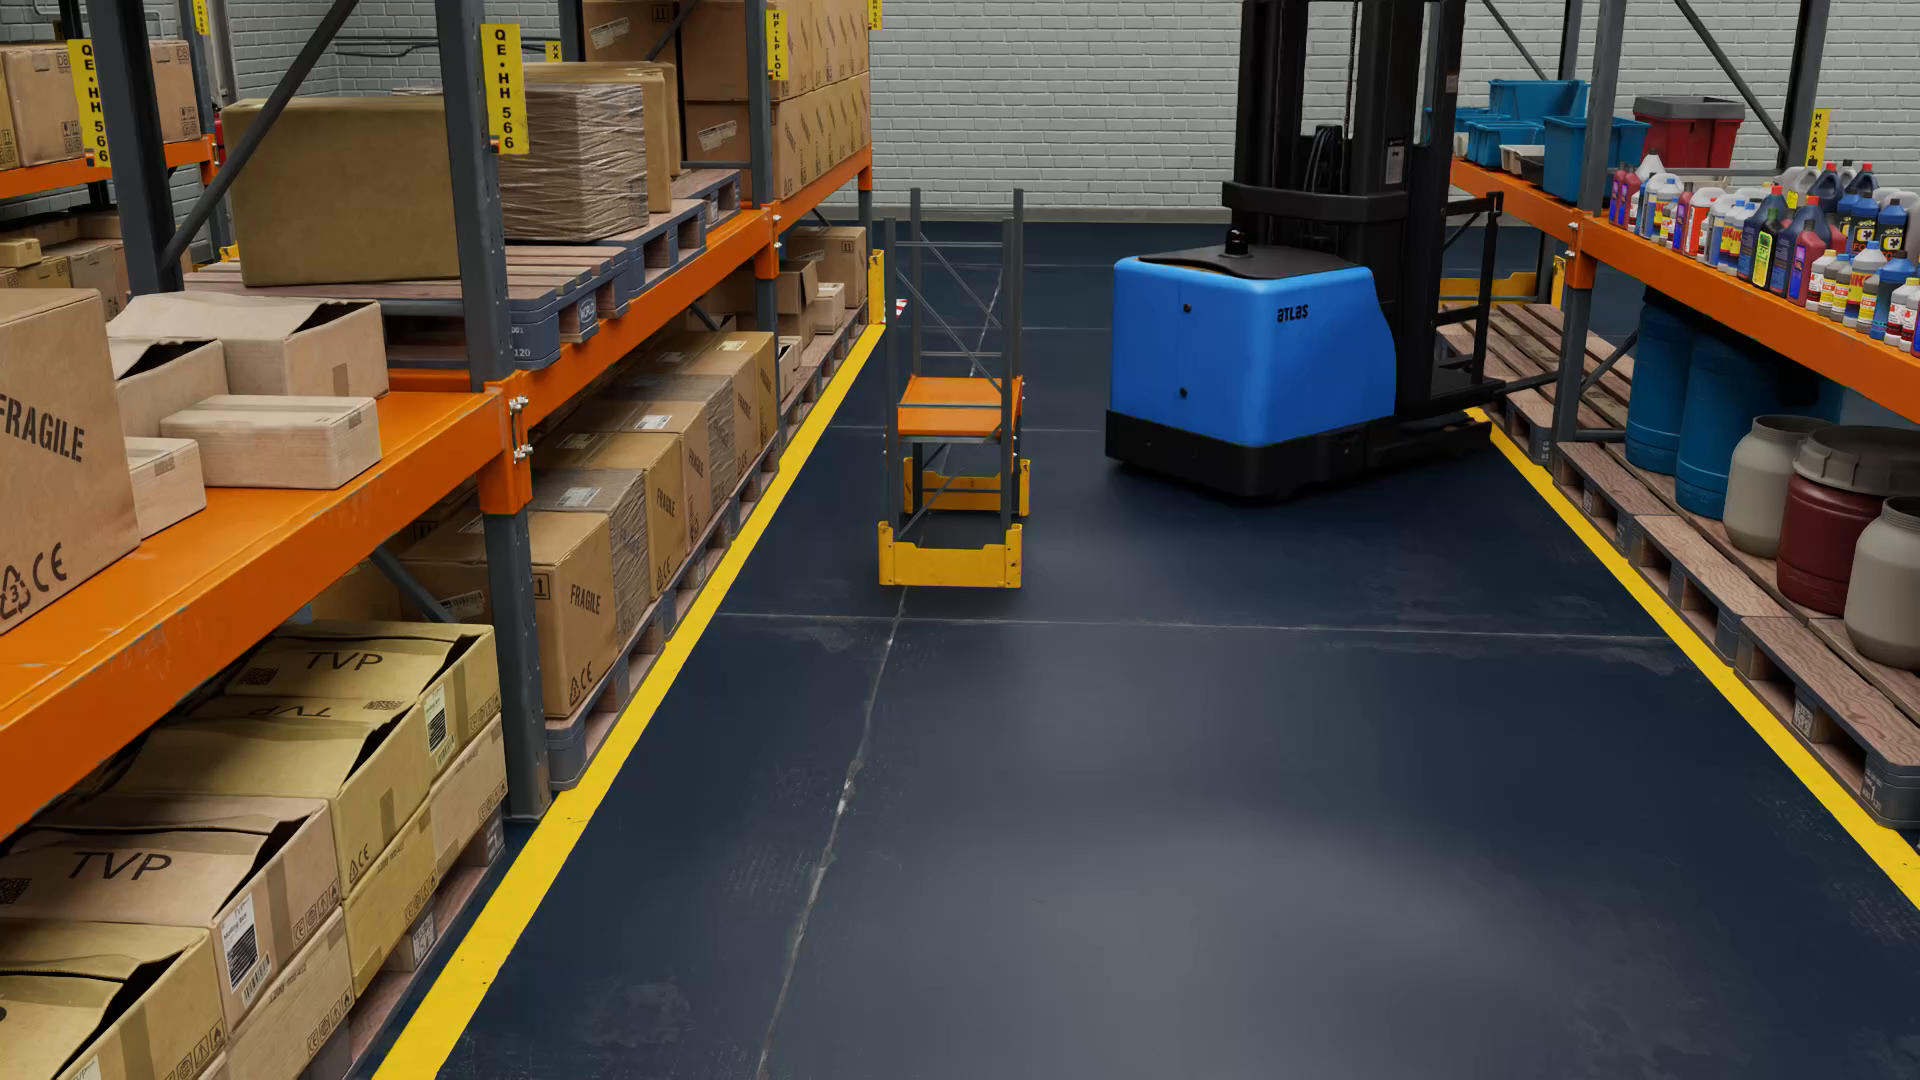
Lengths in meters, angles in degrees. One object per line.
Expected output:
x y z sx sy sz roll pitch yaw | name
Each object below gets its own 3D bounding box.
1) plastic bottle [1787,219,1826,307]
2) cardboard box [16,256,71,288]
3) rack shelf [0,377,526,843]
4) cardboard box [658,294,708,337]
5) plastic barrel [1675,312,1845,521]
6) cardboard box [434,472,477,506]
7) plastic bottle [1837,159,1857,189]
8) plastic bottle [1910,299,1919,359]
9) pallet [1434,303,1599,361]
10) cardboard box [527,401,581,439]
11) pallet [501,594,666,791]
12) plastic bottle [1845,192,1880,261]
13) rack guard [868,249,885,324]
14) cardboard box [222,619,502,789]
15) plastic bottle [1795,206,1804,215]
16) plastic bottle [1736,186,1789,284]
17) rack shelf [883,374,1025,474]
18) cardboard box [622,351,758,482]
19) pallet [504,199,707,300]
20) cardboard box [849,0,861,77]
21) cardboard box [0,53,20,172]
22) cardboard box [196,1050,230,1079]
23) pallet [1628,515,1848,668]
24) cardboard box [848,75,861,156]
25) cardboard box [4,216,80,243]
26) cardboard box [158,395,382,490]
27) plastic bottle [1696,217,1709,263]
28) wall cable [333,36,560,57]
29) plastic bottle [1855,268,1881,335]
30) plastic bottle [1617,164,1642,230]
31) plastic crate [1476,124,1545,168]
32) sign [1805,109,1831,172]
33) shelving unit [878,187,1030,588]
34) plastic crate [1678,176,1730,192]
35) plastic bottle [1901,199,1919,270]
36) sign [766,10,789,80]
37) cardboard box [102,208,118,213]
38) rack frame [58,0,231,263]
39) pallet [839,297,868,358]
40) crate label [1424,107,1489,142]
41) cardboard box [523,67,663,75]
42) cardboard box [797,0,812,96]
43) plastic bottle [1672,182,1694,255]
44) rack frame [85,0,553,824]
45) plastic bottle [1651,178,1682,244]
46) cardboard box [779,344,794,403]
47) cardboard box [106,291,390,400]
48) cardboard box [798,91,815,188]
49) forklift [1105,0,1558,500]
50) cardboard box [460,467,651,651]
2.897 -0.947 5.682 0.061 0.283 0.133 1 18 4 | plastic bottle
-6.149 -1.532 10.622 0.700 0.500 0.500 2 18 5 | cardboard box
-1.872 0.339 2.725 1.077 0.370 4.000 1 18 4 | rack shelf
-1.684 -1.070 9.181 0.500 0.500 0.500 1 18 4 | cardboard box
3.392 -0.568 7.035 0.600 0.901 0.708 1 18 4 | plastic barrel
-1.896 -0.315 5.669 0.500 0.250 0.500 2 18 6 | cardboard box
3.759 -1.438 7.074 0.144 0.351 0.185 1 18 4 | plastic bottle
2.832 -0.663 4.818 0.061 0.283 0.133 1 18 4 | plastic bottle
3.688 -1.416 11.406 1.003 0.211 1.213 1 18 4 | pallet
-1.826 -0.264 6.721 0.500 0.500 0.500 1 18 2 | cardboard box
-1.637 0.470 5.648 1.003 0.211 1.213 1 18 4 | pallet
3.595 -1.249 6.623 0.097 0.271 0.097 0 18 0 | plastic bottle
-1.160 -1.897 12.409 1.175 0.500 0.348 1 18 4 | rack guard
-1.520 0.385 4.271 0.500 0.311 0.500 2 18 5 | cardboard box
3.097 -1.099 6.167 0.097 0.271 0.097 0 18 0 | plastic bottle
2.973 -1.126 6.121 0.144 0.351 0.185 1 18 4 | plastic bottle
-0.006 -0.515 7.165 0.538 0.185 1.000 1 18 4 | rack shelf
-1.235 -0.574 7.666 0.500 0.500 0.500 1 18 4 | cardboard box
-1.593 -1.137 6.383 1.003 0.211 1.213 1 18 4 | pallet
-0.948 -3.330 11.001 0.500 0.500 0.500 2 18 5 | cardboard box
-6.270 -2.513 9.792 0.980 0.700 0.700 1 18 3 | cardboard box
-1.629 1.128 2.904 0.500 0.250 0.500 2 18 5 | cardboard box
3.317 0.189 6.506 1.003 0.211 1.213 1 18 4 | pallet
-0.949 -2.849 11.141 0.500 0.500 0.500 1 18 4 | cardboard box
-6.291 -2.126 11.393 0.380 0.149 0.250 1 18 4 | cardboard box
-1.517 -0.219 3.677 0.380 0.149 0.250 1 18 4 | cardboard box
2.984 -1.202 6.592 0.097 0.201 0.097 0 18 0 | plastic bottle
-5.334 -6.342 17.312 3.097 2.526 0.112 1 18 4 | wall cable
2.880 -0.751 5.215 0.097 0.201 0.097 0 18 0 | plastic bottle
3.037 -1.553 7.533 0.061 0.283 0.133 1 18 4 | plastic bottle
3.324 -2.374 10.024 0.416 0.233 0.300 1 18 4 | plastic crate
4.047 -1.873 7.877 0.100 0.325 0.005 1 18 4 | sign
-0.005 -0.689 7.117 0.587 1.500 1.083 1 18 4 | shelving unit
3.675 -1.799 8.423 0.396 0.136 0.243 1 18 4 | plastic crate
3.704 -1.182 6.412 0.152 0.276 0.135 1 18 4 | plastic bottle
-0.888 -2.405 8.086 0.100 0.325 0.005 1 18 4 | sign
-5.874 -2.274 11.844 0.380 0.149 0.250 1 18 3 | cardboard box
-6.096 -3.218 12.426 1.000 3.000 0.127 1 18 4 | rack frame
-1.216 -1.512 11.698 1.003 0.211 1.213 1 18 4 | pallet
3.440 -2.876 11.556 0.416 0.233 0.303 1 18 4 | crate label
-1.685 -1.756 7.130 0.700 0.500 0.500 4 19 13 | cardboard box
-1.091 -2.689 9.046 0.500 0.500 0.500 1 18 2 | cardboard box
2.983 -1.319 6.817 0.061 0.283 0.133 1 18 4 | plastic bottle
-1.728 -0.624 4.509 1.000 3.000 0.127 1 18 4 | rack frame
3.024 -1.409 7.112 0.097 0.271 0.097 0 18 0 | plastic bottle
-1.196 -0.923 9.034 0.500 0.311 0.500 1 18 4 | cardboard box
-1.798 -0.469 4.181 0.500 0.311 0.500 2 18 7 | cardboard box
-1.100 -2.225 9.235 0.500 0.500 0.500 2 18 5 | cardboard box
2.207 -1.939 8.633 3.031 2.935 1.130 -14 23 -37 | forklift
-1.379 0.057 5.738 0.500 0.500 0.500 1 18 2 | cardboard box
